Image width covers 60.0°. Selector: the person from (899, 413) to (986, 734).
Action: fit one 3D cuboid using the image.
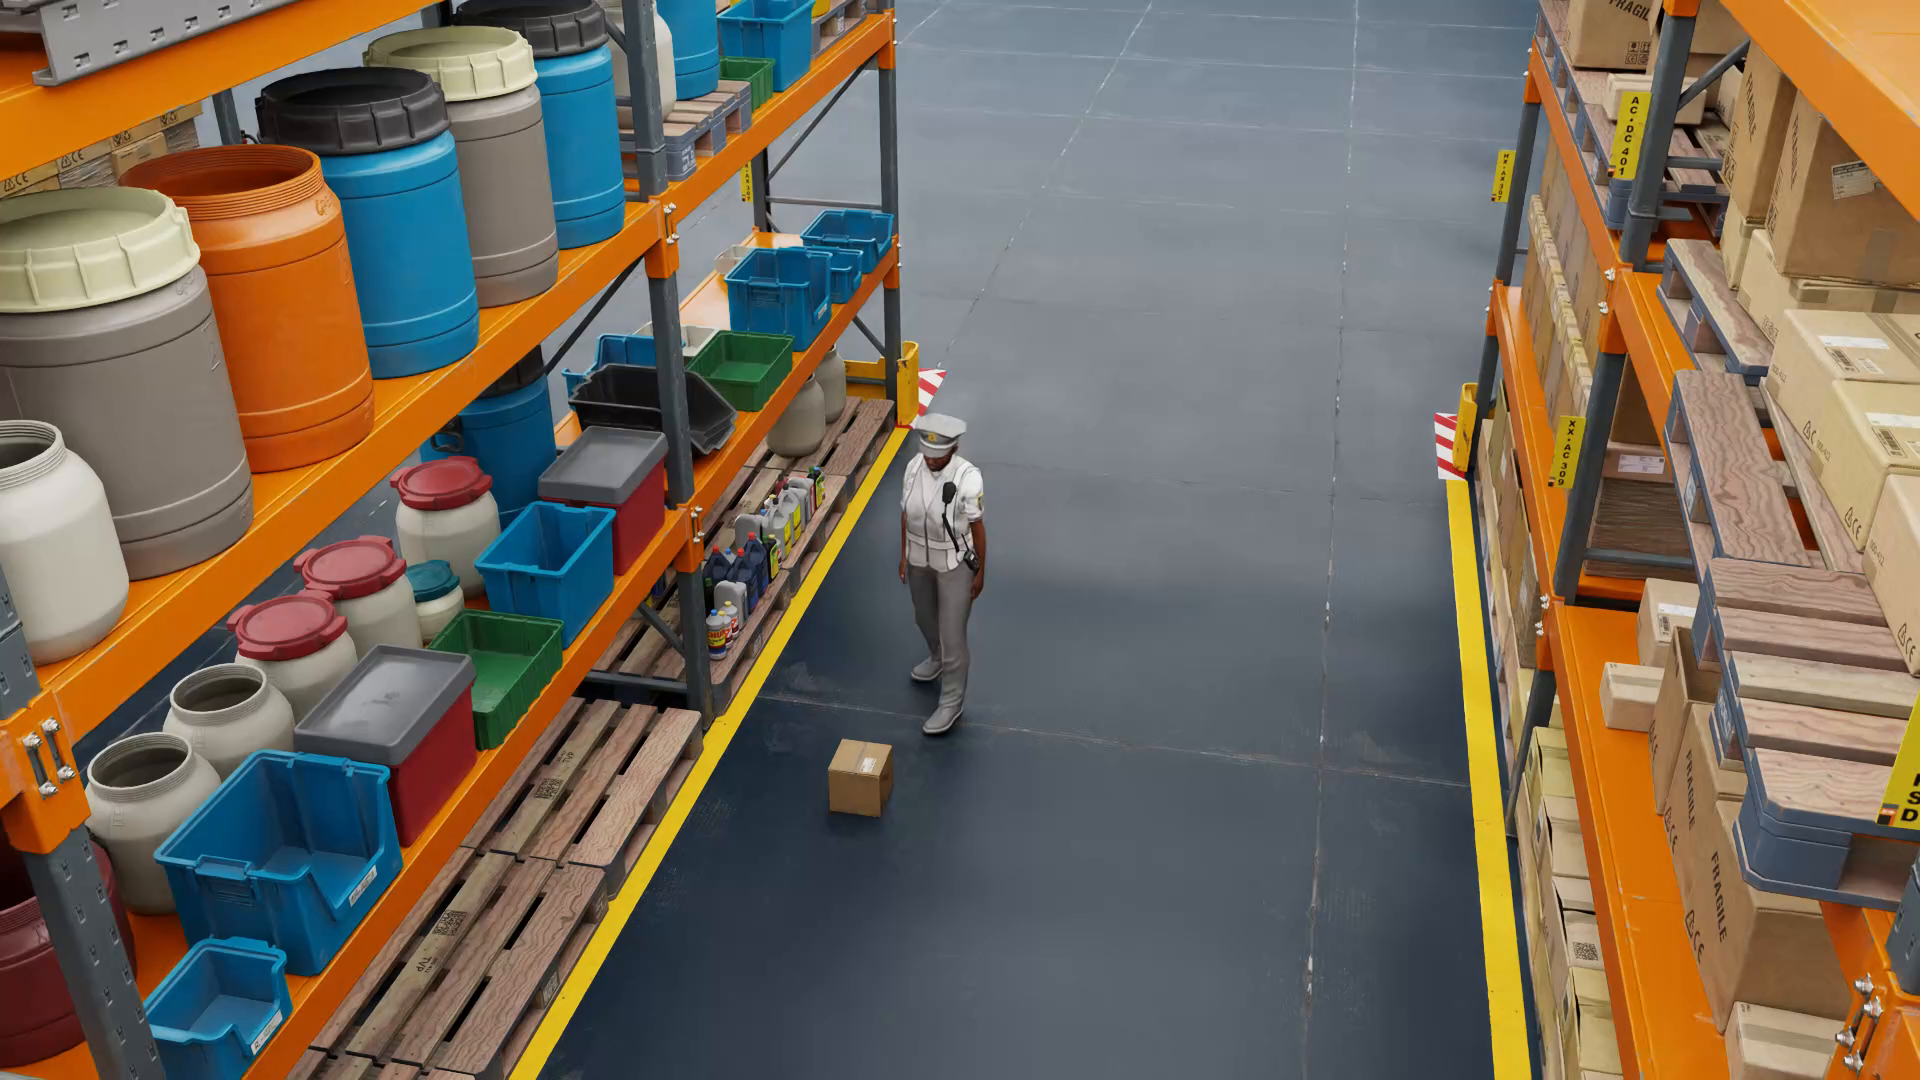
[{"bbox_3d":[-0.105,0.116,8.389,0.484,1.653,0.649,16,33,27],"label":"person"}]
